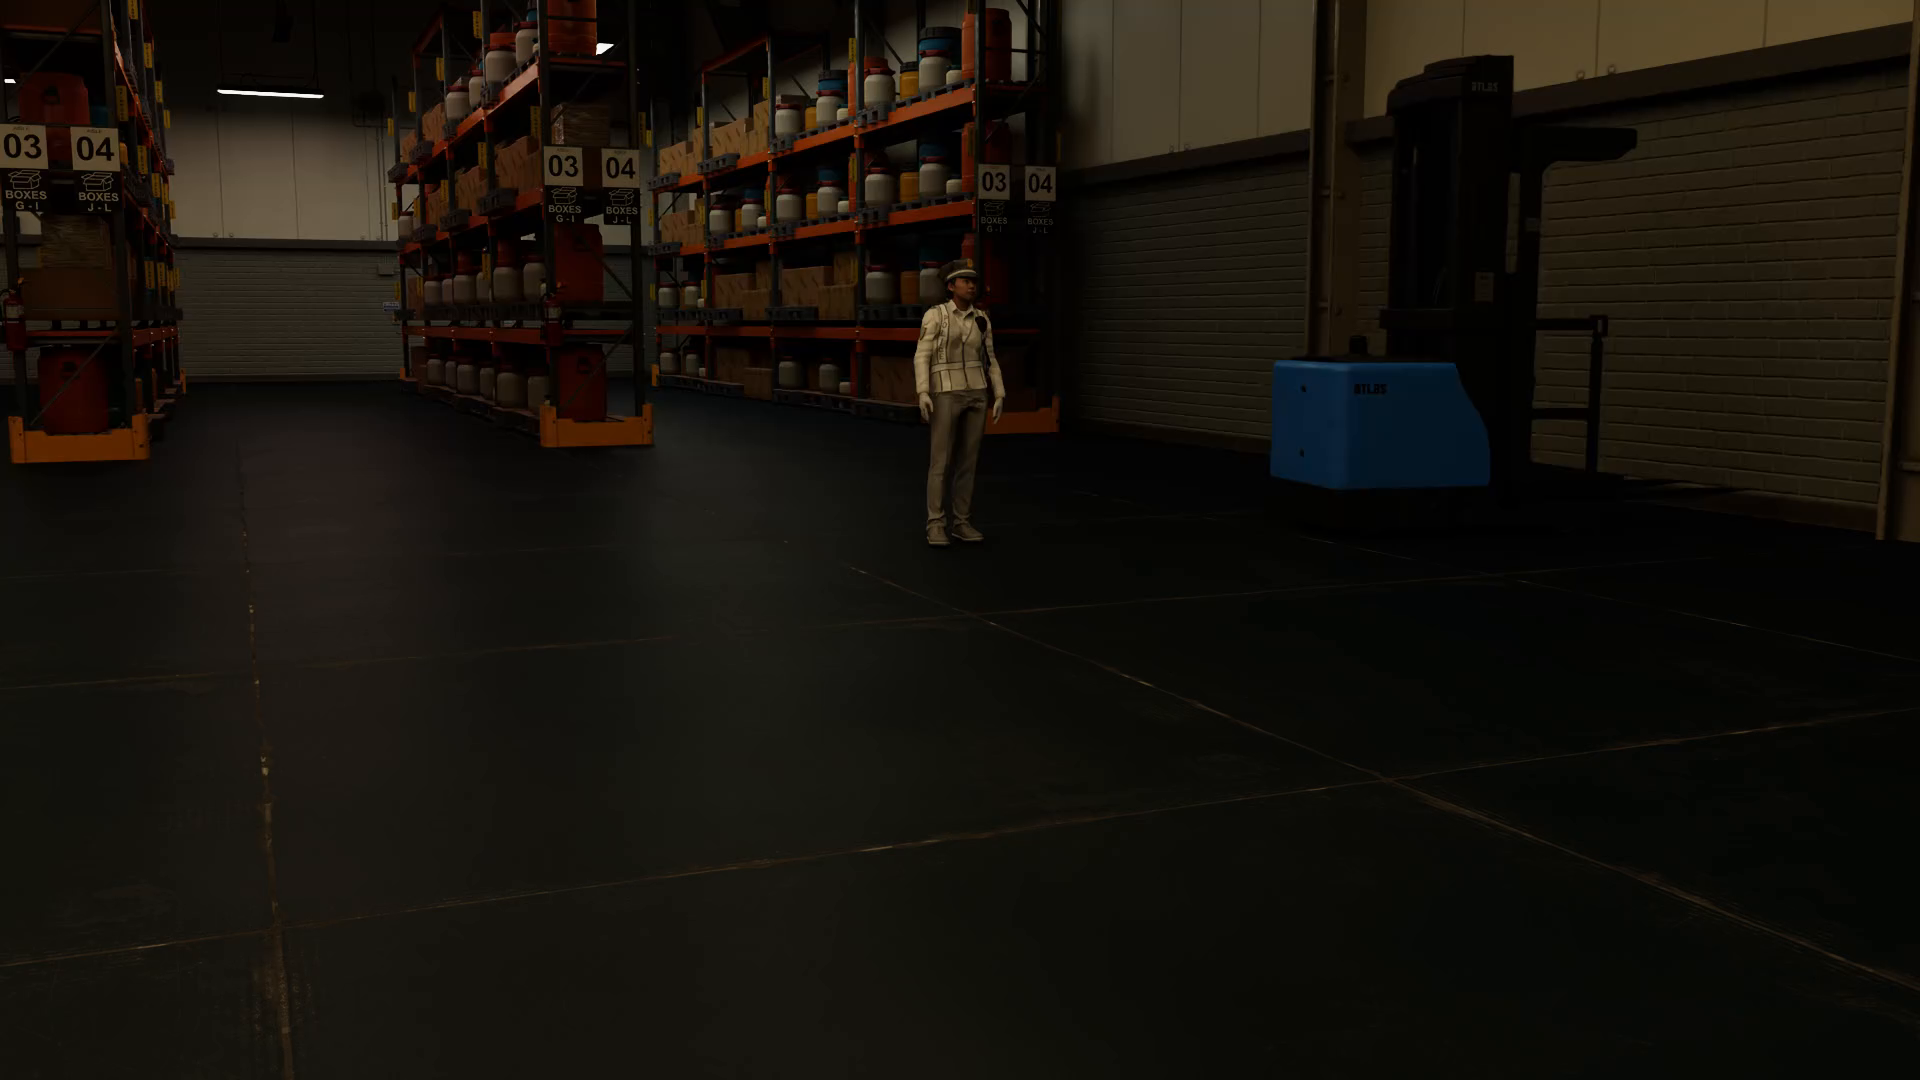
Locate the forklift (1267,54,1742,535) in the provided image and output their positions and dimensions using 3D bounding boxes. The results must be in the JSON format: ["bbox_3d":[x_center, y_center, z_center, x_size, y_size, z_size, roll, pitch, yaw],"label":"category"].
[{"bbox_3d":[3.612,-1.560,10.775,3.031,2.935,1.130,-2,8,-13],"label":"forklift"}]

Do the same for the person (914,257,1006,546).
[{"bbox_3d":[0.021,-0.839,9.979,0.587,1.696,0.534,-3,8,-23],"label":"person"}]
